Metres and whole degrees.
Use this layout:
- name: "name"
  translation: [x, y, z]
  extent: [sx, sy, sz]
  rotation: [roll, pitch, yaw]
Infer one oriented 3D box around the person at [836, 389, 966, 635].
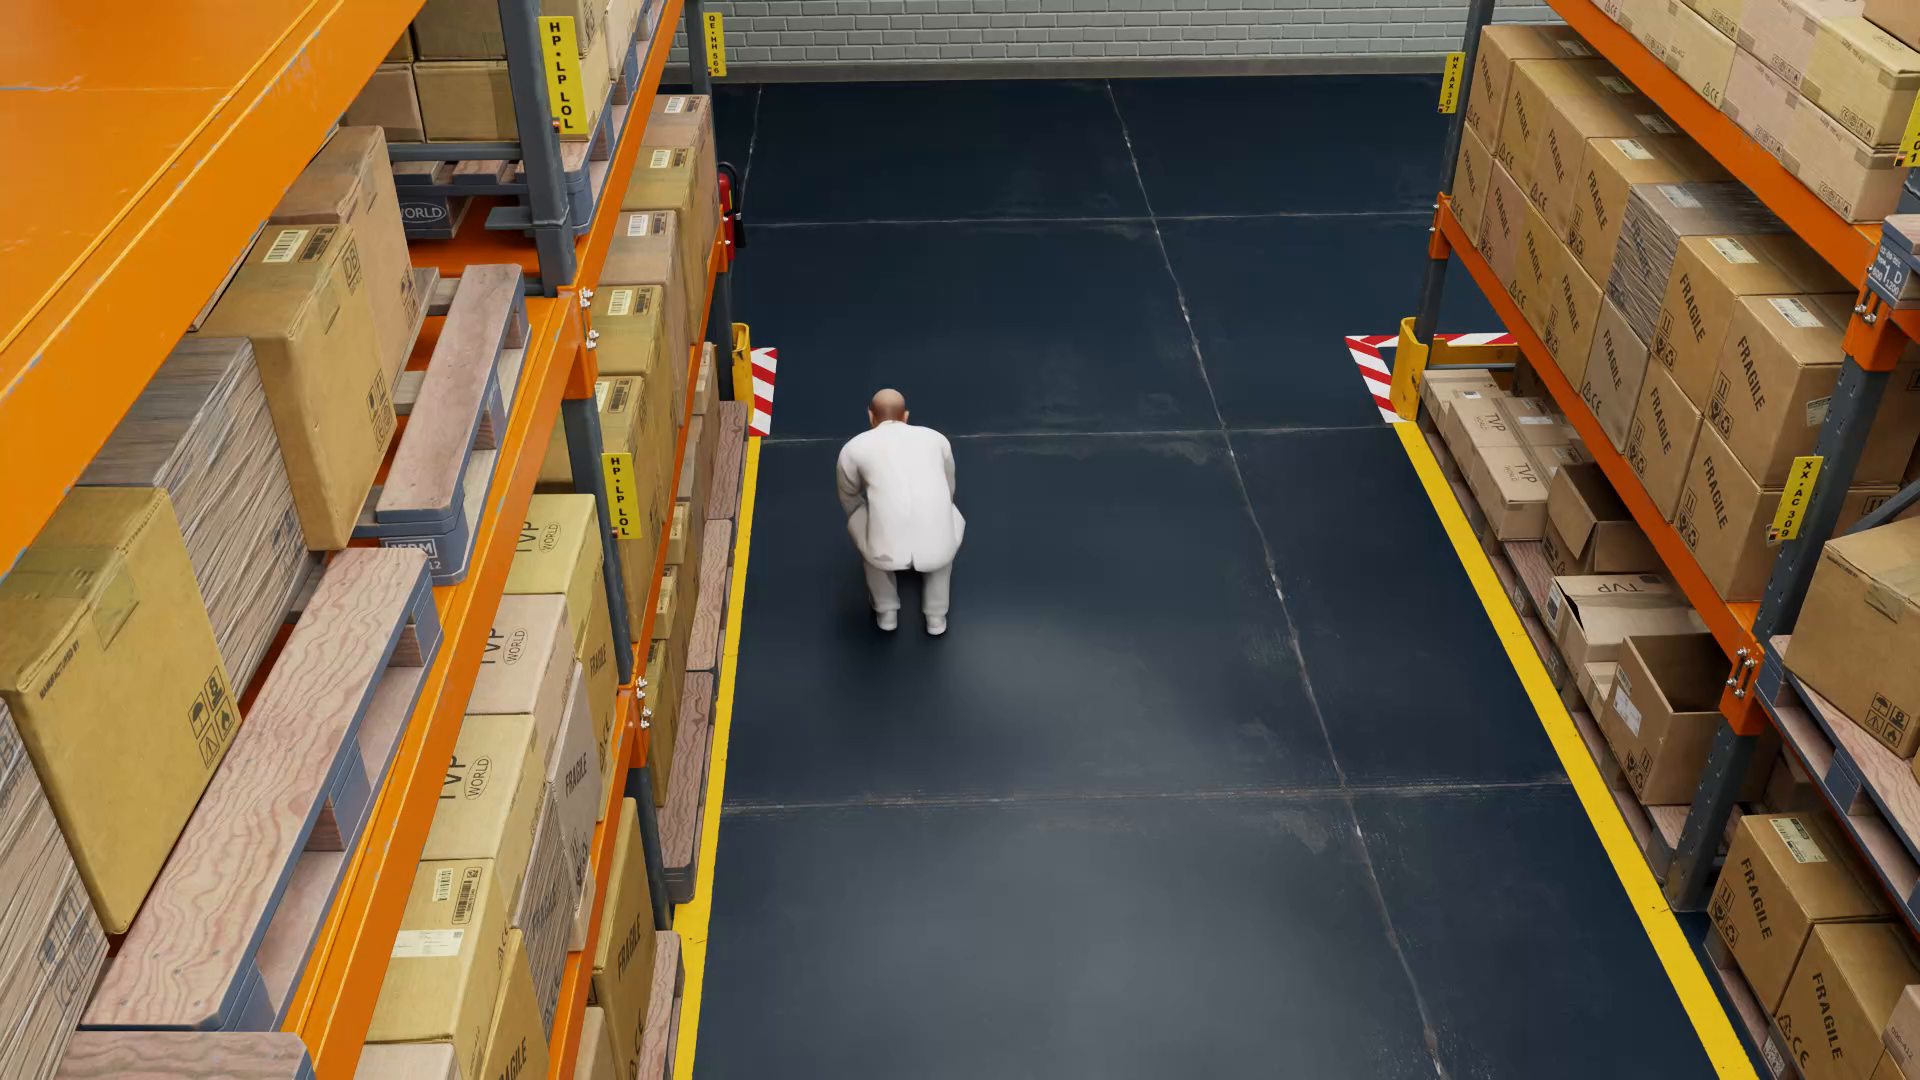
- name: "person"
  translation: [-0.281, -0.109, 7.994]
  extent: [0.611, 1.004, 0.893]
  rotation: [-2, 35, -3]
